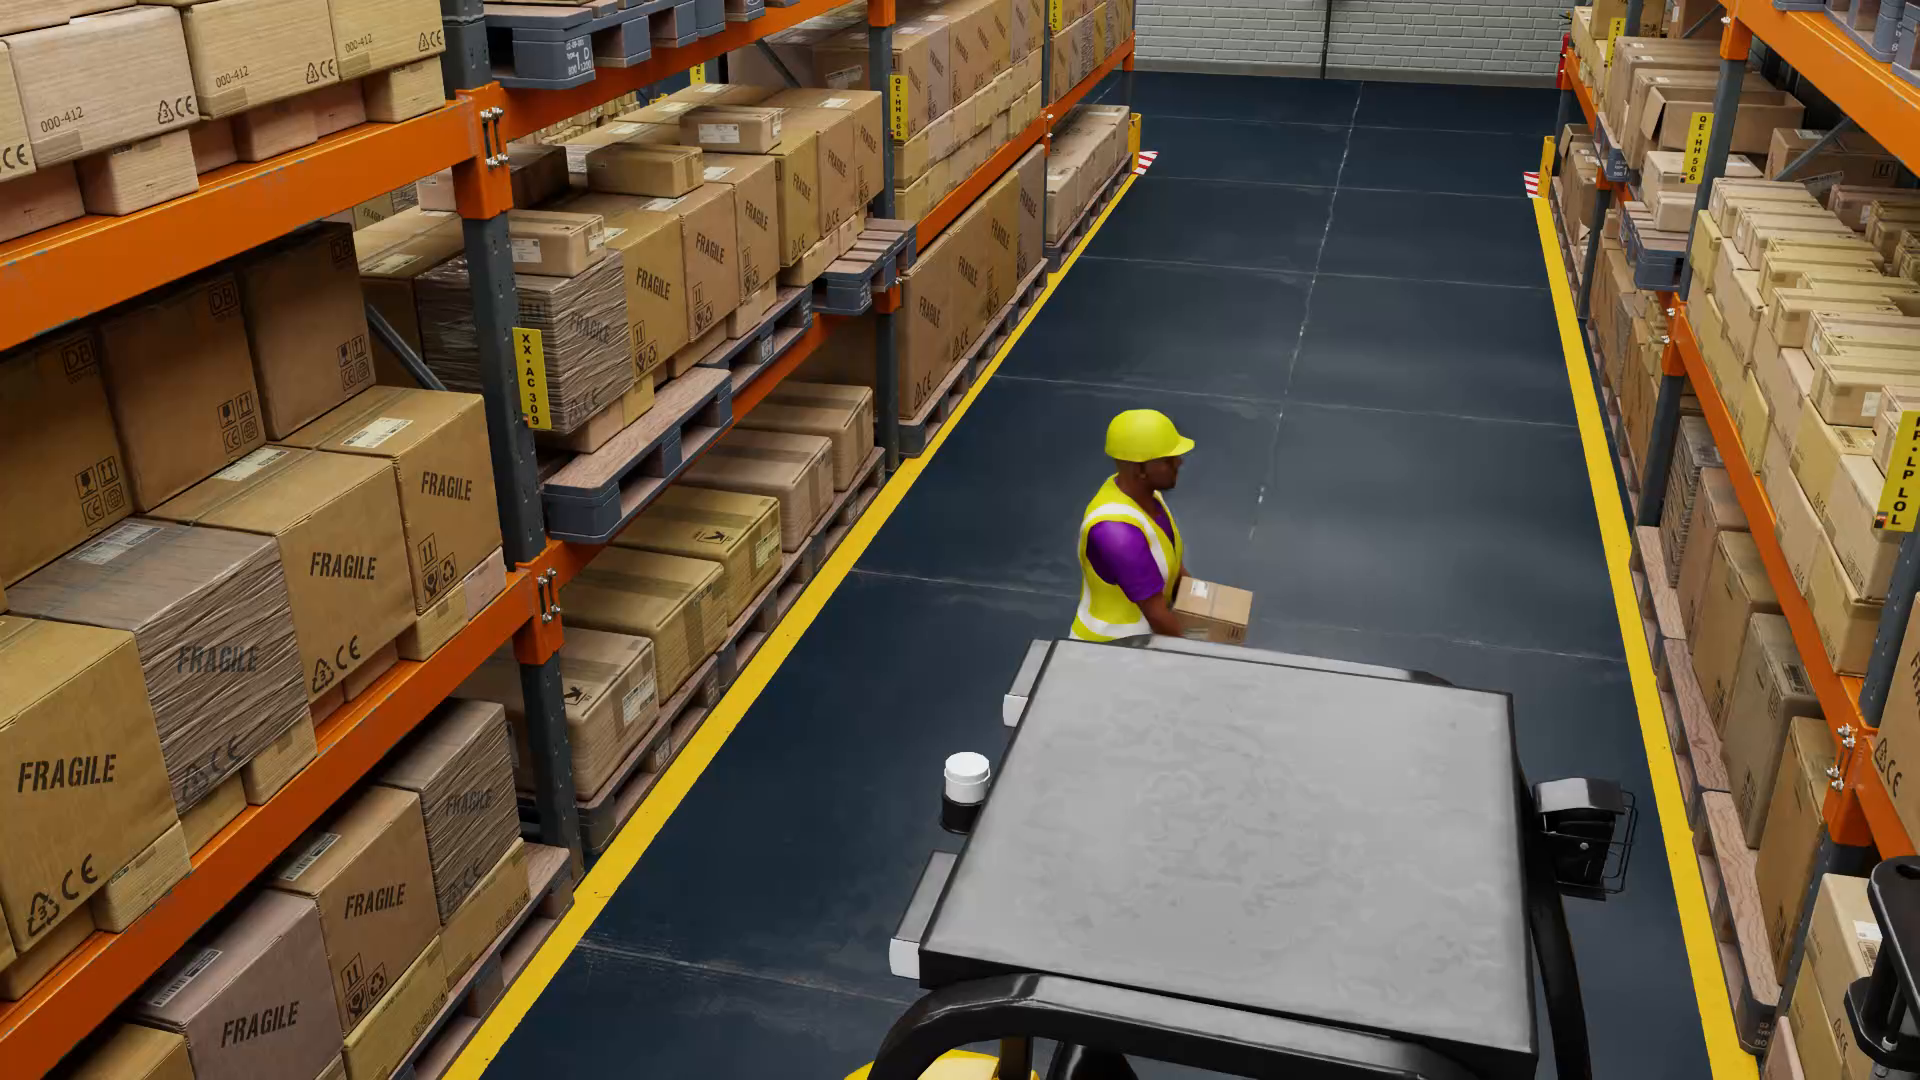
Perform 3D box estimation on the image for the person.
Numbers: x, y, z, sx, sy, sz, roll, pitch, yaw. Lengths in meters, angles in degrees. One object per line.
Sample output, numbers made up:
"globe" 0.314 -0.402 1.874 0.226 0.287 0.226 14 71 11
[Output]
"person" 0.668 0.386 5.764 0.562 1.762 0.505 6 26 12
